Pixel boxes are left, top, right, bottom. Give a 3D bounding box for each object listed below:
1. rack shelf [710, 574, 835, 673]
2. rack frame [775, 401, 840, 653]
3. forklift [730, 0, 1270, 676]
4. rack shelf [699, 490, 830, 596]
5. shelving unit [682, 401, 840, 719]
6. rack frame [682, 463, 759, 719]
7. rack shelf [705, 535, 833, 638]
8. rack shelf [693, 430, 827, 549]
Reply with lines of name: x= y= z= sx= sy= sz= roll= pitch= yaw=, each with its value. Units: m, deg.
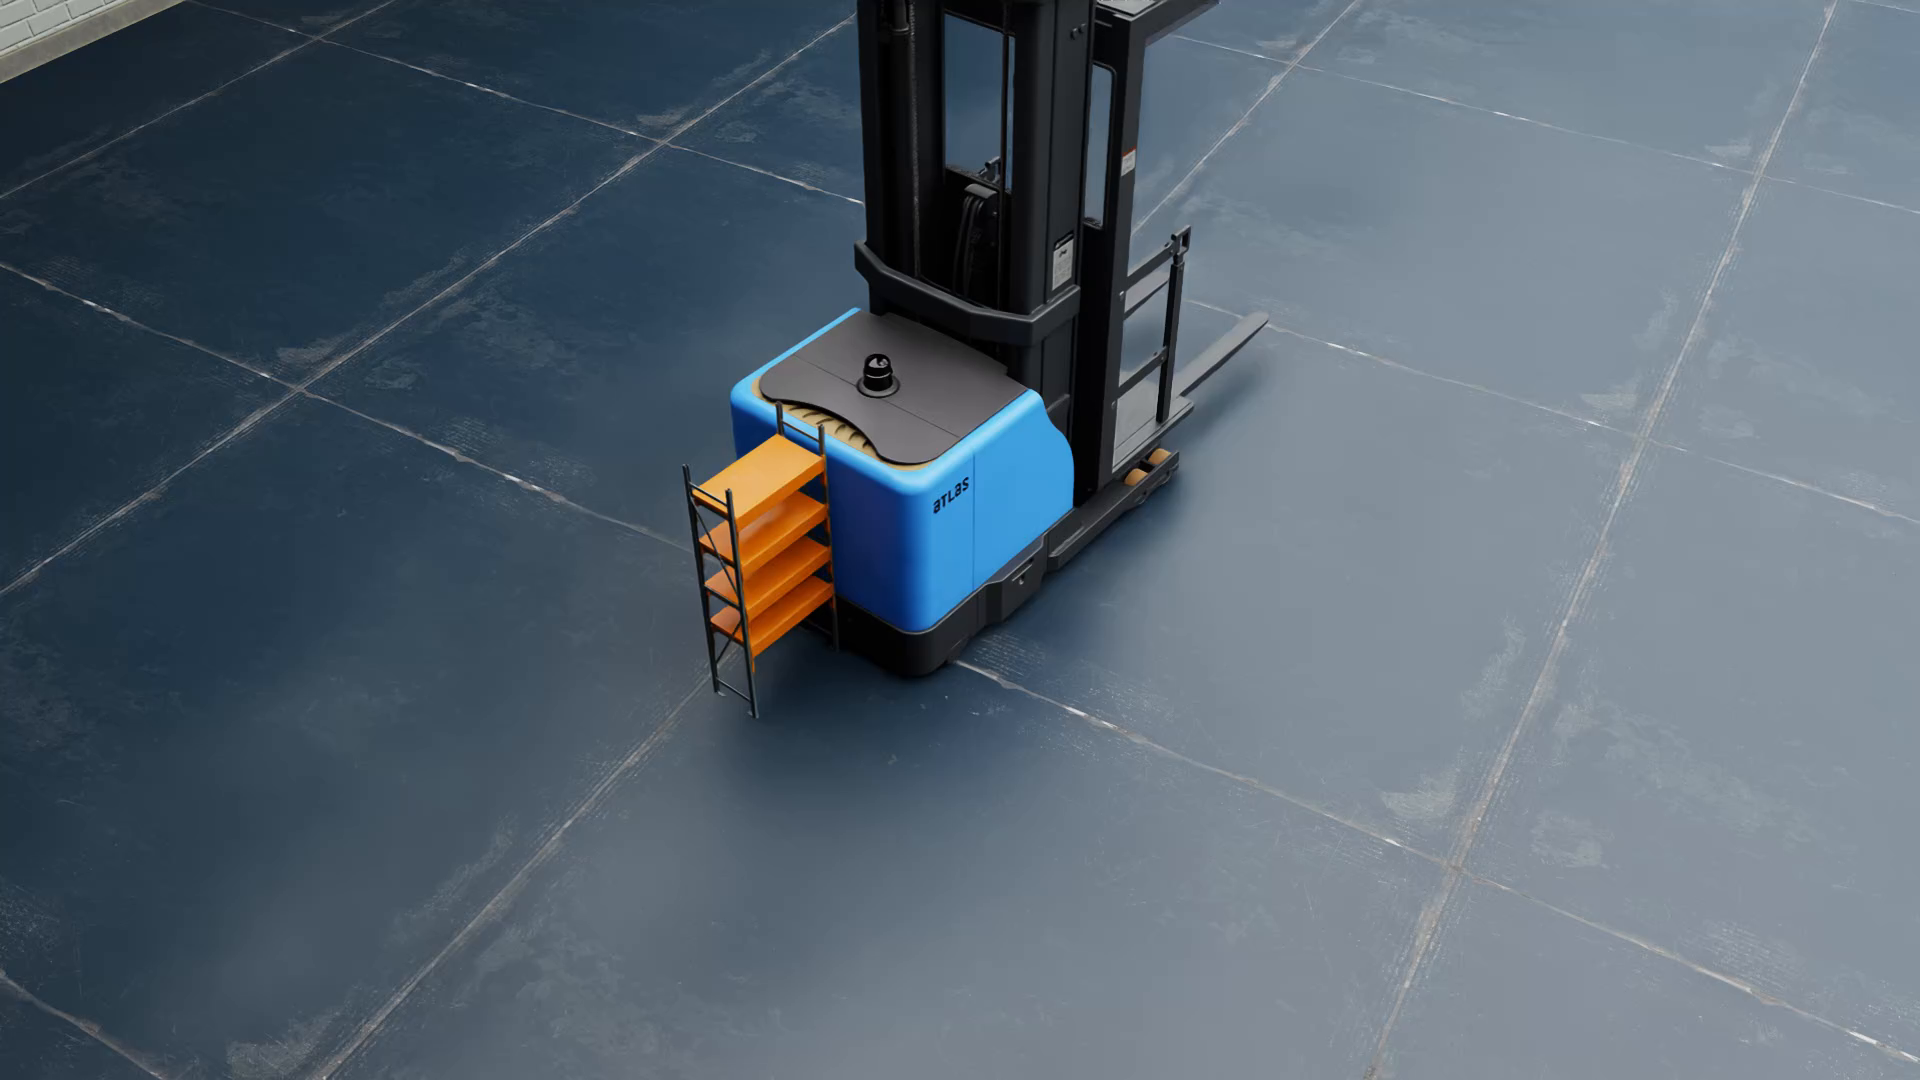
rack shelf: x=-0.761 y=0.298 z=6.721 sx=0.258 sy=0.148 sz=0.480 roll=28 pitch=49 yaw=28
rack frame: x=-0.607 y=-0.026 z=6.687 sx=0.240 sy=1.200 sz=0.015 roll=28 pitch=49 yaw=28
forklift: x=0.380 y=-1.454 z=6.999 sx=1.130 sy=2.935 sz=3.031 roll=28 pitch=49 yaw=28
rack shelf: x=-0.761 y=-0.018 z=6.442 sx=0.258 sy=0.148 sz=0.480 roll=28 pitch=49 yaw=28
shelving unit: x=-0.761 y=0.099 z=6.545 sx=0.258 sy=1.200 sz=0.503 roll=28 pitch=49 yaw=28
rack frame: x=-0.915 y=0.224 z=6.403 sx=0.240 sy=1.200 sz=0.015 roll=28 pitch=49 yaw=28
rack shelf: x=-0.761 y=0.149 z=6.590 sx=0.258 sy=0.148 sz=0.480 roll=28 pitch=49 yaw=28
rack shelf: x=-0.761 y=-0.196 z=6.286 sx=0.258 sy=0.148 sz=0.480 roll=28 pitch=49 yaw=28
